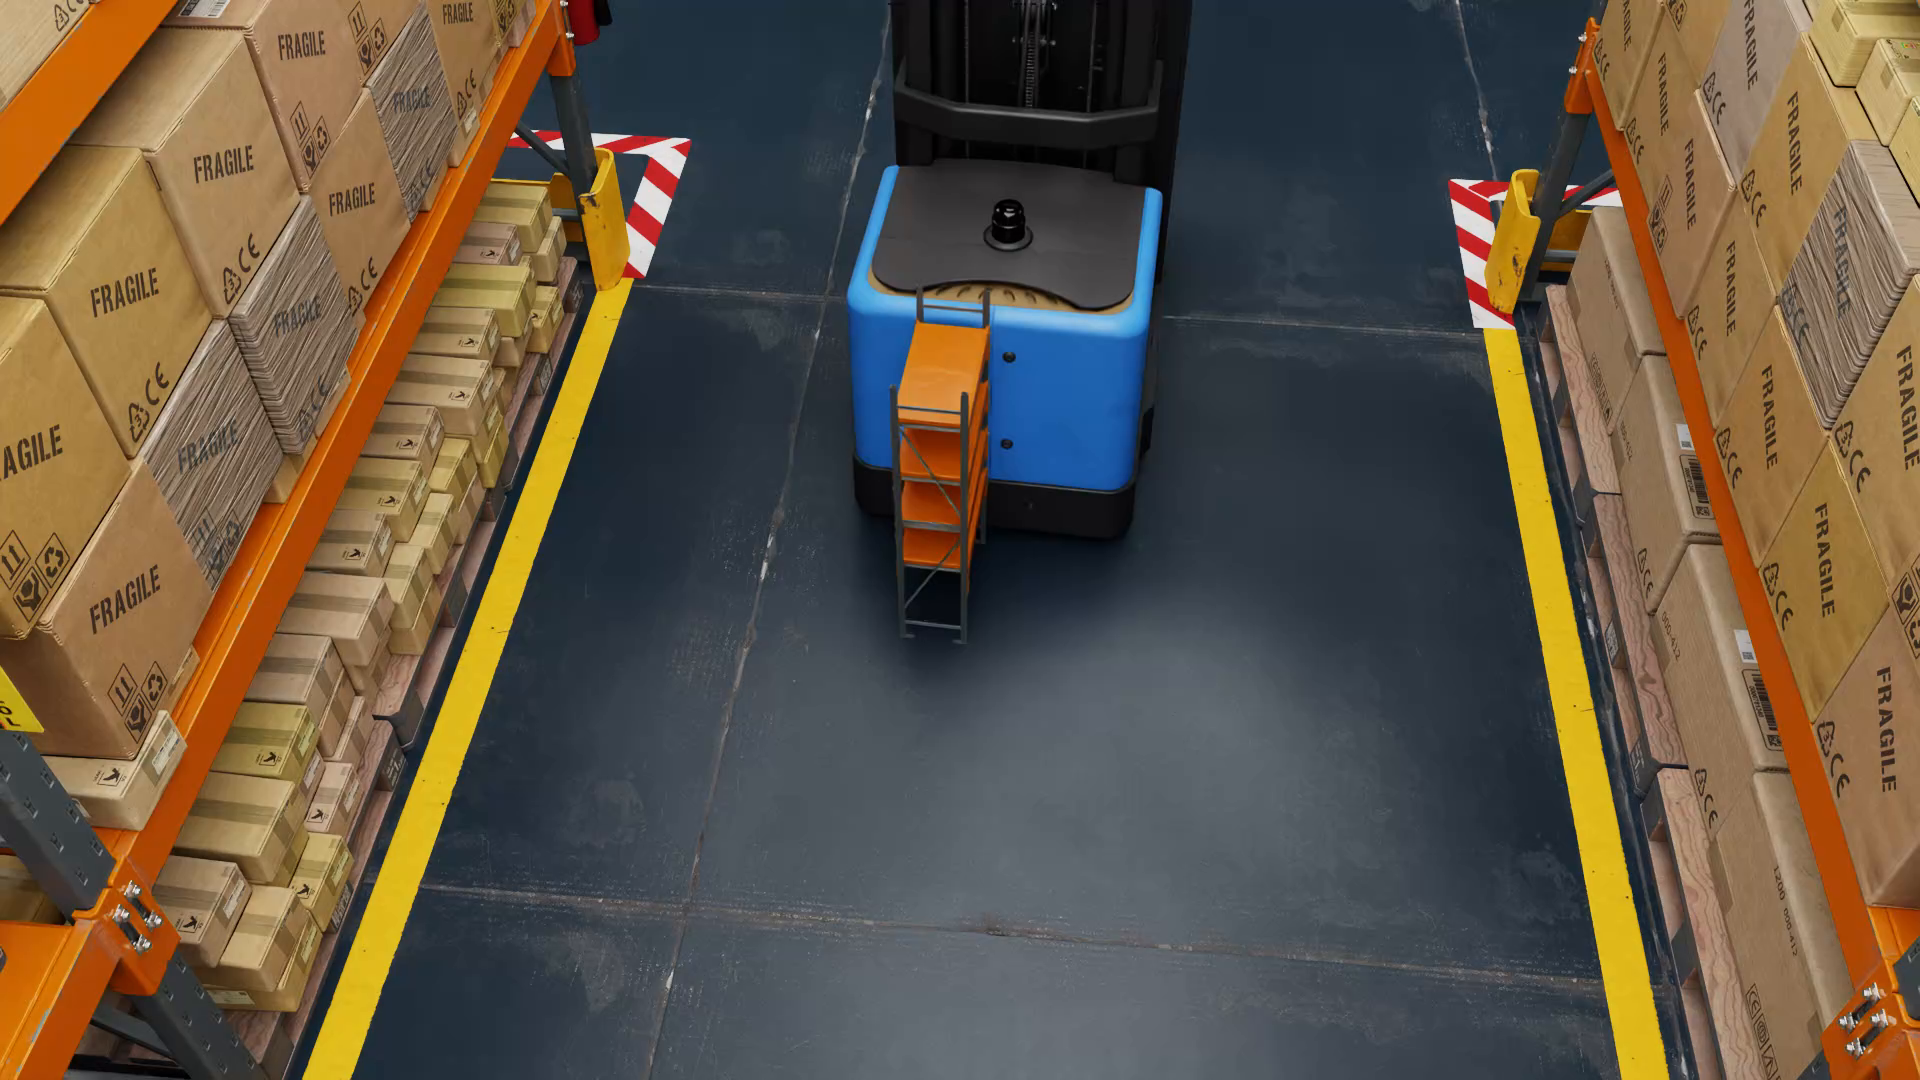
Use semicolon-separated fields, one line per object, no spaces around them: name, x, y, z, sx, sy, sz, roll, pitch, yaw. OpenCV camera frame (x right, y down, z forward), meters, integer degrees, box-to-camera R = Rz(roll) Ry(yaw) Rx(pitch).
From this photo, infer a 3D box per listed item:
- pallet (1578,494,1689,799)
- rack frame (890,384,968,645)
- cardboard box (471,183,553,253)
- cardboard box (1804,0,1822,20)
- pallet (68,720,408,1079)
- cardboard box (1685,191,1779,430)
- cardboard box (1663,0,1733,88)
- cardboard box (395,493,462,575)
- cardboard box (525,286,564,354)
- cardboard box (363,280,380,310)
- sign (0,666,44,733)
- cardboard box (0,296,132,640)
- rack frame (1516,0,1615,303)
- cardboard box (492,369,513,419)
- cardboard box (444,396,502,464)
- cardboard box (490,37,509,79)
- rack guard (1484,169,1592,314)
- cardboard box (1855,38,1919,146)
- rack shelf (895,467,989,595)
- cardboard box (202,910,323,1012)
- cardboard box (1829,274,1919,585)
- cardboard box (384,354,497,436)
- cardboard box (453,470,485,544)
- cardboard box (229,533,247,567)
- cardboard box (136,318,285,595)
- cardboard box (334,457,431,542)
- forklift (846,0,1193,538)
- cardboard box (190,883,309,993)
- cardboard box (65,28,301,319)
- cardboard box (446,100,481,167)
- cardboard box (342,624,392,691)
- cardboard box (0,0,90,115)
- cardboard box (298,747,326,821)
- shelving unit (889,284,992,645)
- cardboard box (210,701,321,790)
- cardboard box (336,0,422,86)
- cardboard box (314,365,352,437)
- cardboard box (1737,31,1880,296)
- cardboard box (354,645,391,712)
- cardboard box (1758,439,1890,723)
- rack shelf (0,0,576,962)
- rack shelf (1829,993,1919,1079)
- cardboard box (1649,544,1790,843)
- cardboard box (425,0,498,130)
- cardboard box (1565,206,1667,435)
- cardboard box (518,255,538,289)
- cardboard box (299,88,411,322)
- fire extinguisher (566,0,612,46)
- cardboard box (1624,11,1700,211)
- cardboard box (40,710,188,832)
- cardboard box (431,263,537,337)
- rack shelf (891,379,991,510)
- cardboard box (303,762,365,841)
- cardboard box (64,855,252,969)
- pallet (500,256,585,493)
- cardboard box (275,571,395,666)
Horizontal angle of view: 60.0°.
pallet;2.772;0.371;5.767;1.003;0.211;1.213;4;48;4
rack frame;-0.094;-0.050;5.483;0.240;1.200;0.015;6;48;6
cardboard box;-1.854;-1.290;6.641;0.380;0.149;0.250;4;48;4
cardboard box;2.440;-1.452;4.360;0.380;0.149;0.250;4;48;4
pallet;-2.396;1.069;5.129;1.003;0.211;1.213;4;48;4
cardboard box;2.440;-0.642;4.736;0.500;0.500;0.500;5;48;5
cardboard box;2.513;-1.714;5.040;0.500;0.500;0.500;3;48;2
cardboard box;-1.941;-0.033;5.694;0.380;0.149;0.250;4;48;4
cardboard box;-1.821;-0.898;6.686;0.380;0.149;0.250;5;48;5
cardboard box;-2.019;-0.835;5.151;0.380;0.149;0.250;5;48;4
sign;-1.869;0.268;3.187;0.100;0.325;0.005;4;48;4
cardboard box;-2.138;-0.163;3.419;0.500;0.500;0.500;5;48;4
rack frame;2.881;-2.057;6.098;1.000;3.000;0.127;4;48;4
cardboard box;-1.940;-0.528;6.347;0.380;0.149;0.250;4;48;4
cardboard box;-1.901;-0.425;6.052;0.380;0.149;0.250;5;48;4
cardboard box;-1.866;-1.792;6.026;0.380;0.149;0.250;4;48;3
rack guard;2.883;-1.231;7.037;1.175;0.500;0.348;4;48;4
cardboard box;2.414;-1.072;4.013;0.380;0.149;0.250;4;48;4
rack shelf;-0.058;-0.049;5.842;0.258;0.148;0.480;6;48;6
cardboard box;-2.069;1.199;4.768;0.380;0.149;0.250;2;48;2
cardboard box;2.339;-0.226;3.679;0.500;0.500;0.500;3;48;3
cardboard box;-1.886;-0.523;5.940;0.380;0.149;0.250;5;48;5
cardboard box;-1.946;-0.136;5.989;0.380;0.149;0.250;5;48;4
cardboard box;-2.118;-0.071;4.452;0.380;0.149;0.250;2;48;2
cardboard box;-2.088;-0.221;4.150;0.500;0.500;0.500;4;48;4
cardboard box;-2.017;-0.142;5.591;0.380;0.149;0.250;4;48;4
forklift;0.329;-2.098;6.183;1.130;2.935;3.031;6;48;6
cardboard box;-2.070;1.099;4.658;0.380;0.149;0.250;6;48;5
cardboard box;-2.030;-0.913;4.105;0.500;0.500;0.500;5;48;4
cardboard box;-1.874;-1.417;5.684;0.380;0.149;0.250;5;48;5
cardboard box;-2.075;0.327;5.364;0.380;0.149;0.250;6;48;5
cardboard box;-2.081;-1.029;3.227;0.500;0.250;0.500;3;48;3
cardboard box;-2.150;0.726;4.999;0.380;0.149;0.250;4;48;3
shelving unit;-0.058;-0.228;5.646;0.258;1.200;0.503;6;48;6
cardboard box;-2.126;0.617;4.897;0.380;0.149;0.250;3;48;3
cardboard box;-1.936;-1.679;4.806;0.500;0.500;0.500;6;48;5
cardboard box;-1.999;-0.448;4.797;0.380;0.149;0.250;6;48;5
cardboard box;2.430;-0.969;4.358;0.500;0.500;0.500;4;48;4
cardboard box;-2.111;0.427;5.474;0.380;0.149;0.250;2;48;2
cardboard box;2.346;0.113;4.047;0.500;0.500;0.500;3;48;3
rack shelf;-2.240;-0.603;5.256;1.077;0.370;4.000;4;48;4
rack shelf;2.334;2.595;2.331;1.077;0.370;4.000;4;48;4
cardboard box;2.762;0.494;5.217;0.875;0.438;0.875;3;48;2
cardboard box;-1.894;-1.724;5.524;0.500;0.500;0.500;3;48;3
cardboard box;2.920;-0.842;6.439;0.875;0.438;0.875;2;48;2
cardboard box;-1.899;-1.000;6.577;0.380;0.149;0.250;3;48;3
cardboard box;-1.987;-0.985;4.849;0.500;0.500;0.500;6;48;5
fire extinguisher;-1.575;-2.317;6.642;0.296;0.674;0.183;4;48;4
cardboard box;2.533;-1.383;5.415;0.500;0.500;0.500;3;48;3
cardboard box;-2.071;0.523;3.909;0.380;0.149;0.250;5;48;5
cardboard box;-1.831;-0.910;6.294;0.380;0.149;0.250;3;48;3
rack shelf;-0.058;-0.334;5.530;0.258;0.148;0.480;6;48;6
cardboard box;-2.074;0.817;5.118;0.380;0.149;0.250;4;48;3
cardboard box;-2.185;1.004;4.543;0.380;0.149;0.250;6;48;5
pallet;-2.174;-0.724;6.769;1.003;0.211;1.213;4;48;4
cardboard box;-2.021;0.242;5.240;0.380;0.149;0.250;5;48;4
